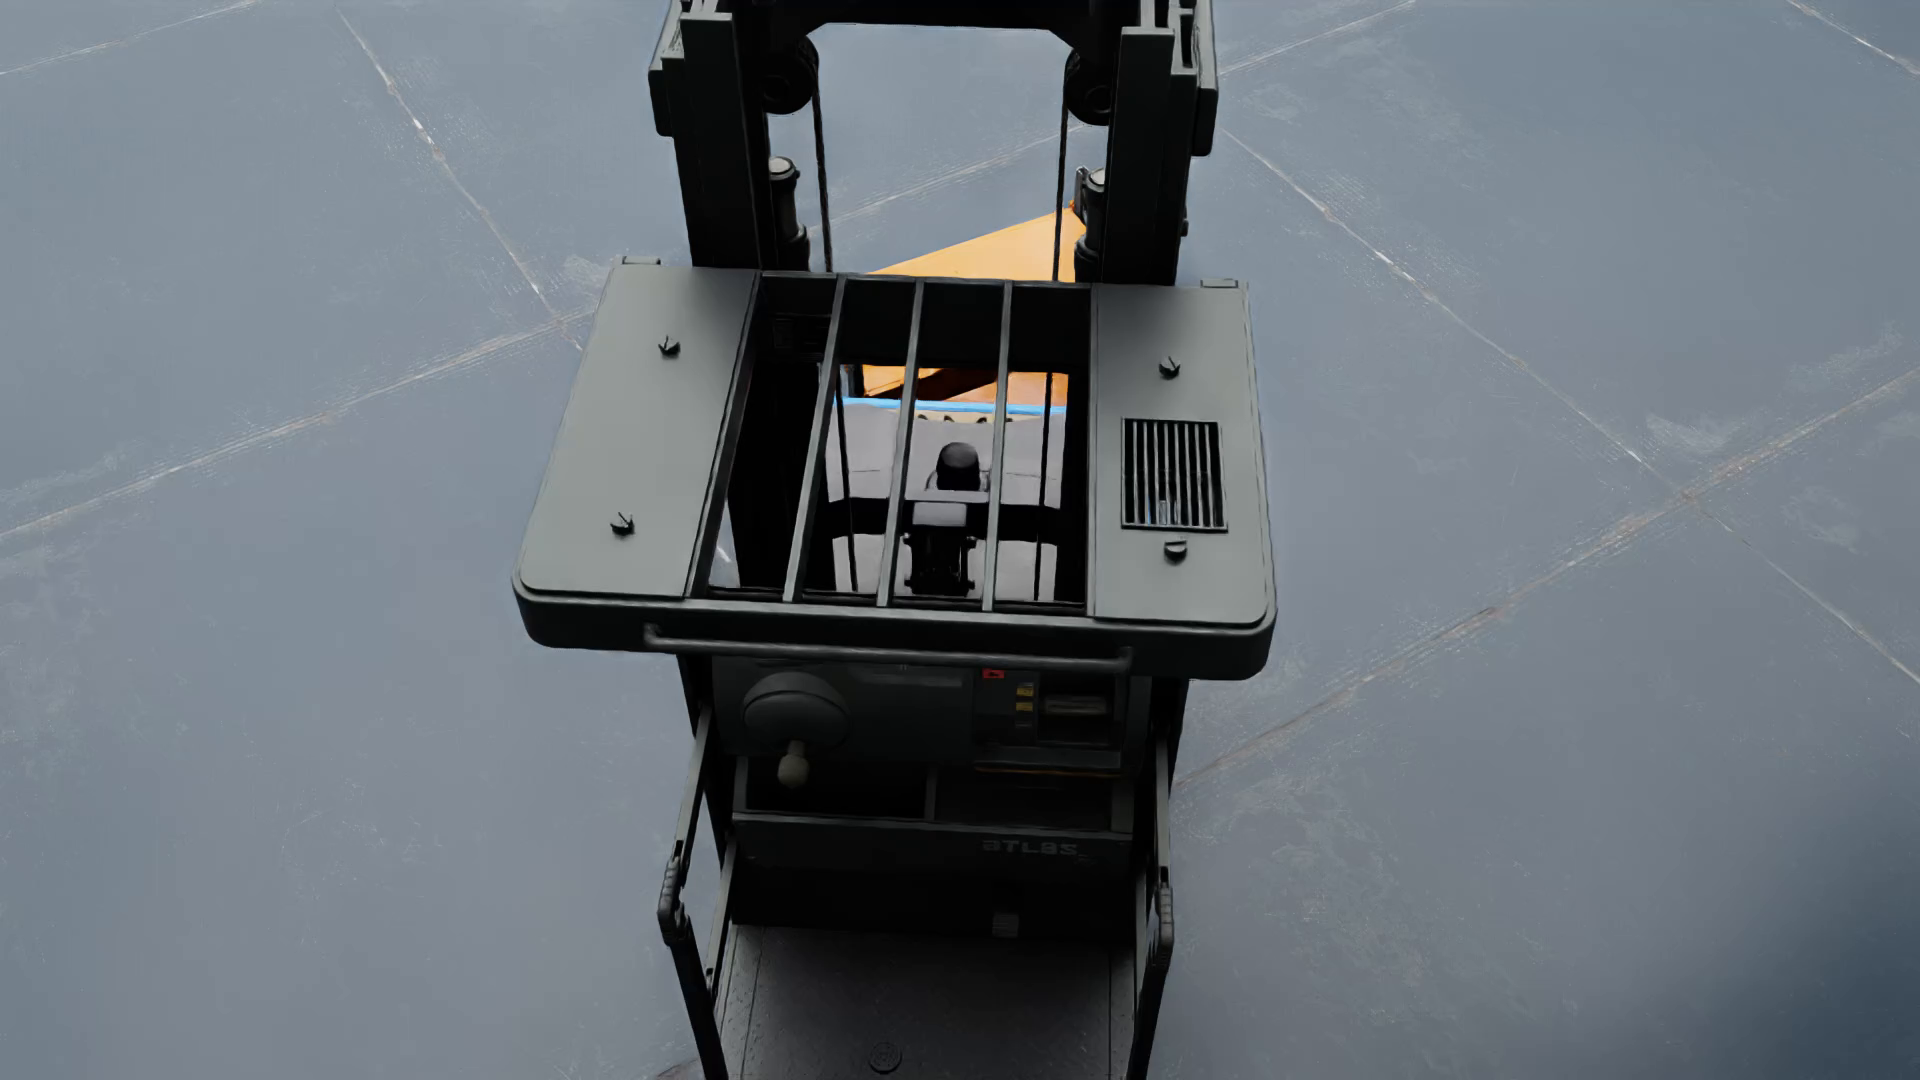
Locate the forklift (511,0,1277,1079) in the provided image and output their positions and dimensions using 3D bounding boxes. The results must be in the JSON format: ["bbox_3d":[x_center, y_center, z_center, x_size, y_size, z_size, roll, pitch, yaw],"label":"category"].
[{"bbox_3d":[-0.072,0.447,3.389,1.130,2.935,3.031,3,48,2],"label":"forklift"}]

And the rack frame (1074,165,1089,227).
[{"bbox_3d":[0.498,-0.651,5.577,0.032,1.125,0.500,-21,52,-18],"label":"rack frame"}]

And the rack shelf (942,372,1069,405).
[{"bbox_3d":[0.047,-0.313,5.603,1.000,0.278,0.538,-21,52,-18],"label":"rack shelf"}]

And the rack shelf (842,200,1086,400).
[{"bbox_3d":[0.047,-0.670,5.202,1.000,0.278,0.538,-21,52,-18],"label":"rack shelf"}]

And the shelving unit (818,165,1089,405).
[{"bbox_3d":[0.047,-0.476,5.421,1.048,1.125,0.538,-21,52,-18],"label":"shelving unit"}]

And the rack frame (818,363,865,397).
[{"bbox_3d":[-0.404,-0.300,5.264,0.032,1.125,0.500,-21,52,-18],"label":"rack frame"}]
